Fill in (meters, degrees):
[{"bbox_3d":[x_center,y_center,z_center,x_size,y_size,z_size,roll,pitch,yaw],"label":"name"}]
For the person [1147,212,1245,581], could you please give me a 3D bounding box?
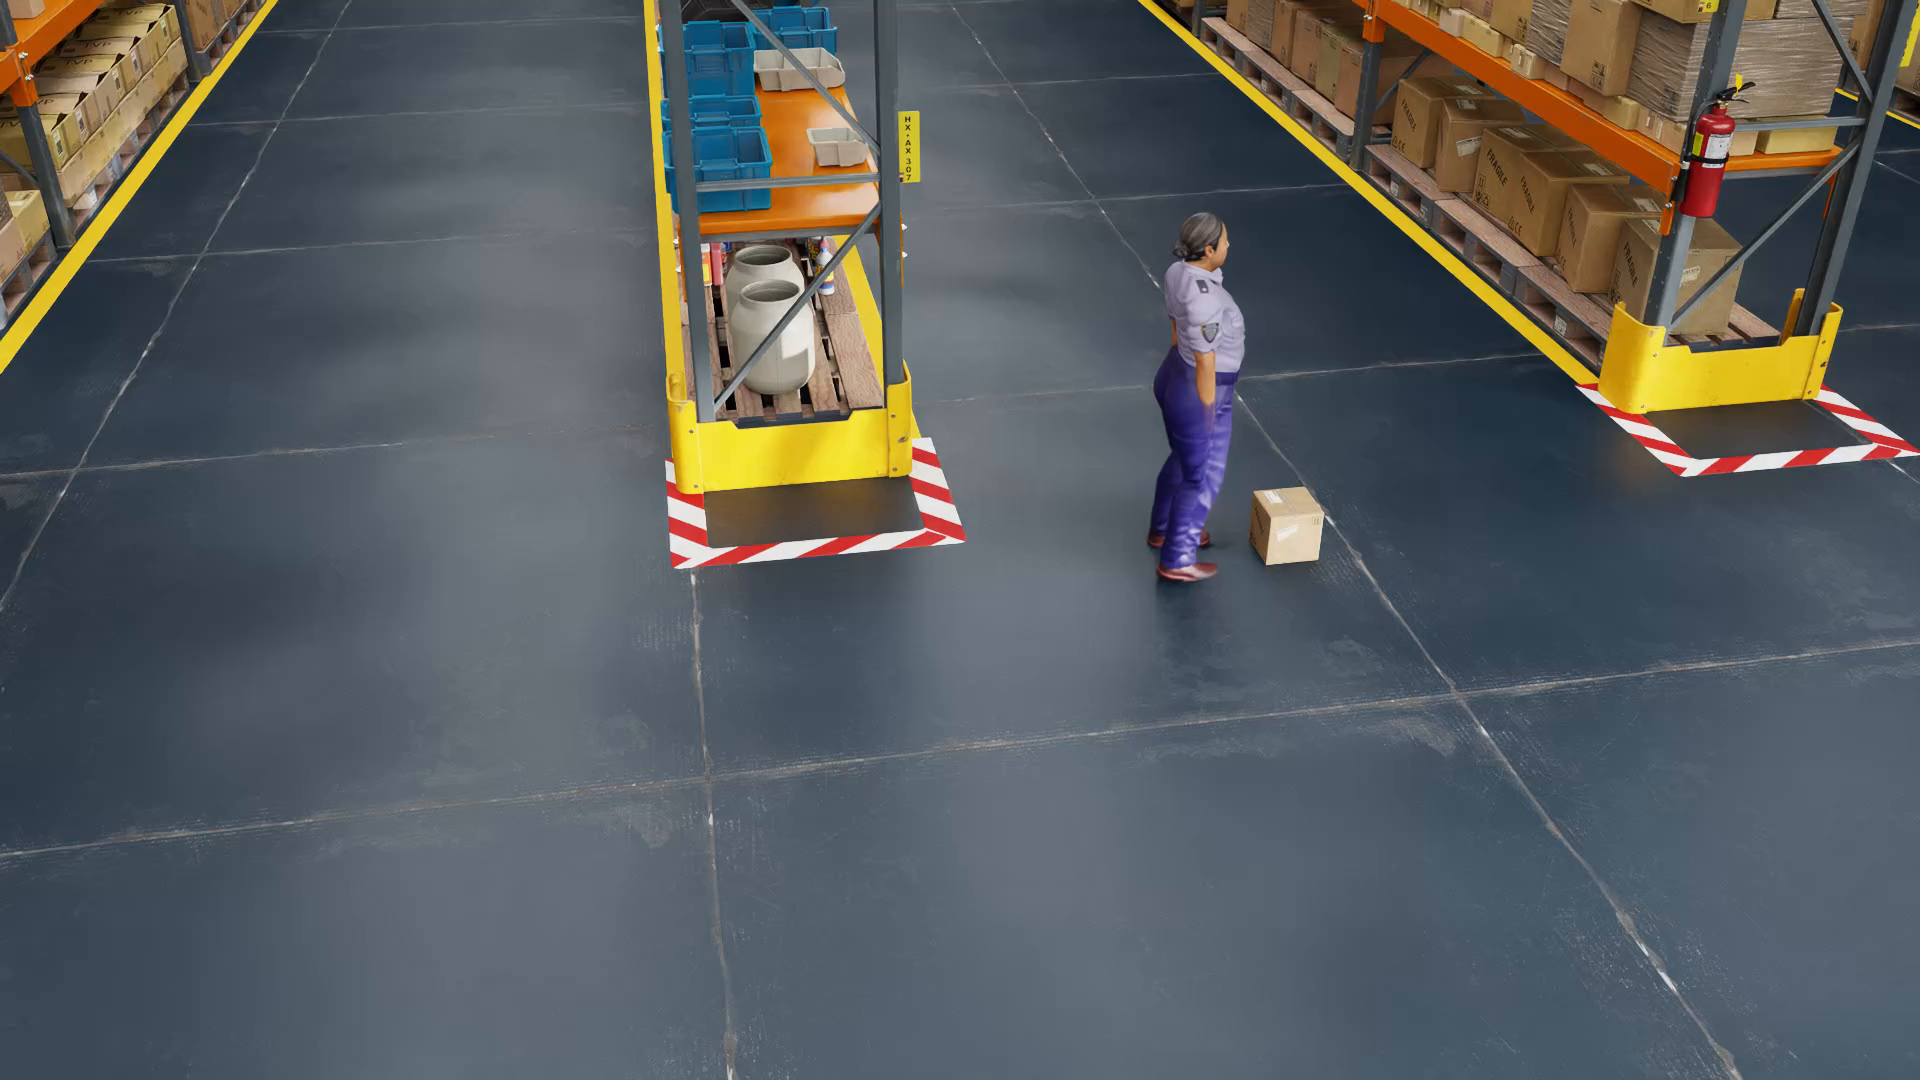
[{"bbox_3d":[1.025,-0.621,7.213,0.342,1.665,0.467,-5,31,-8],"label":"person"}]
